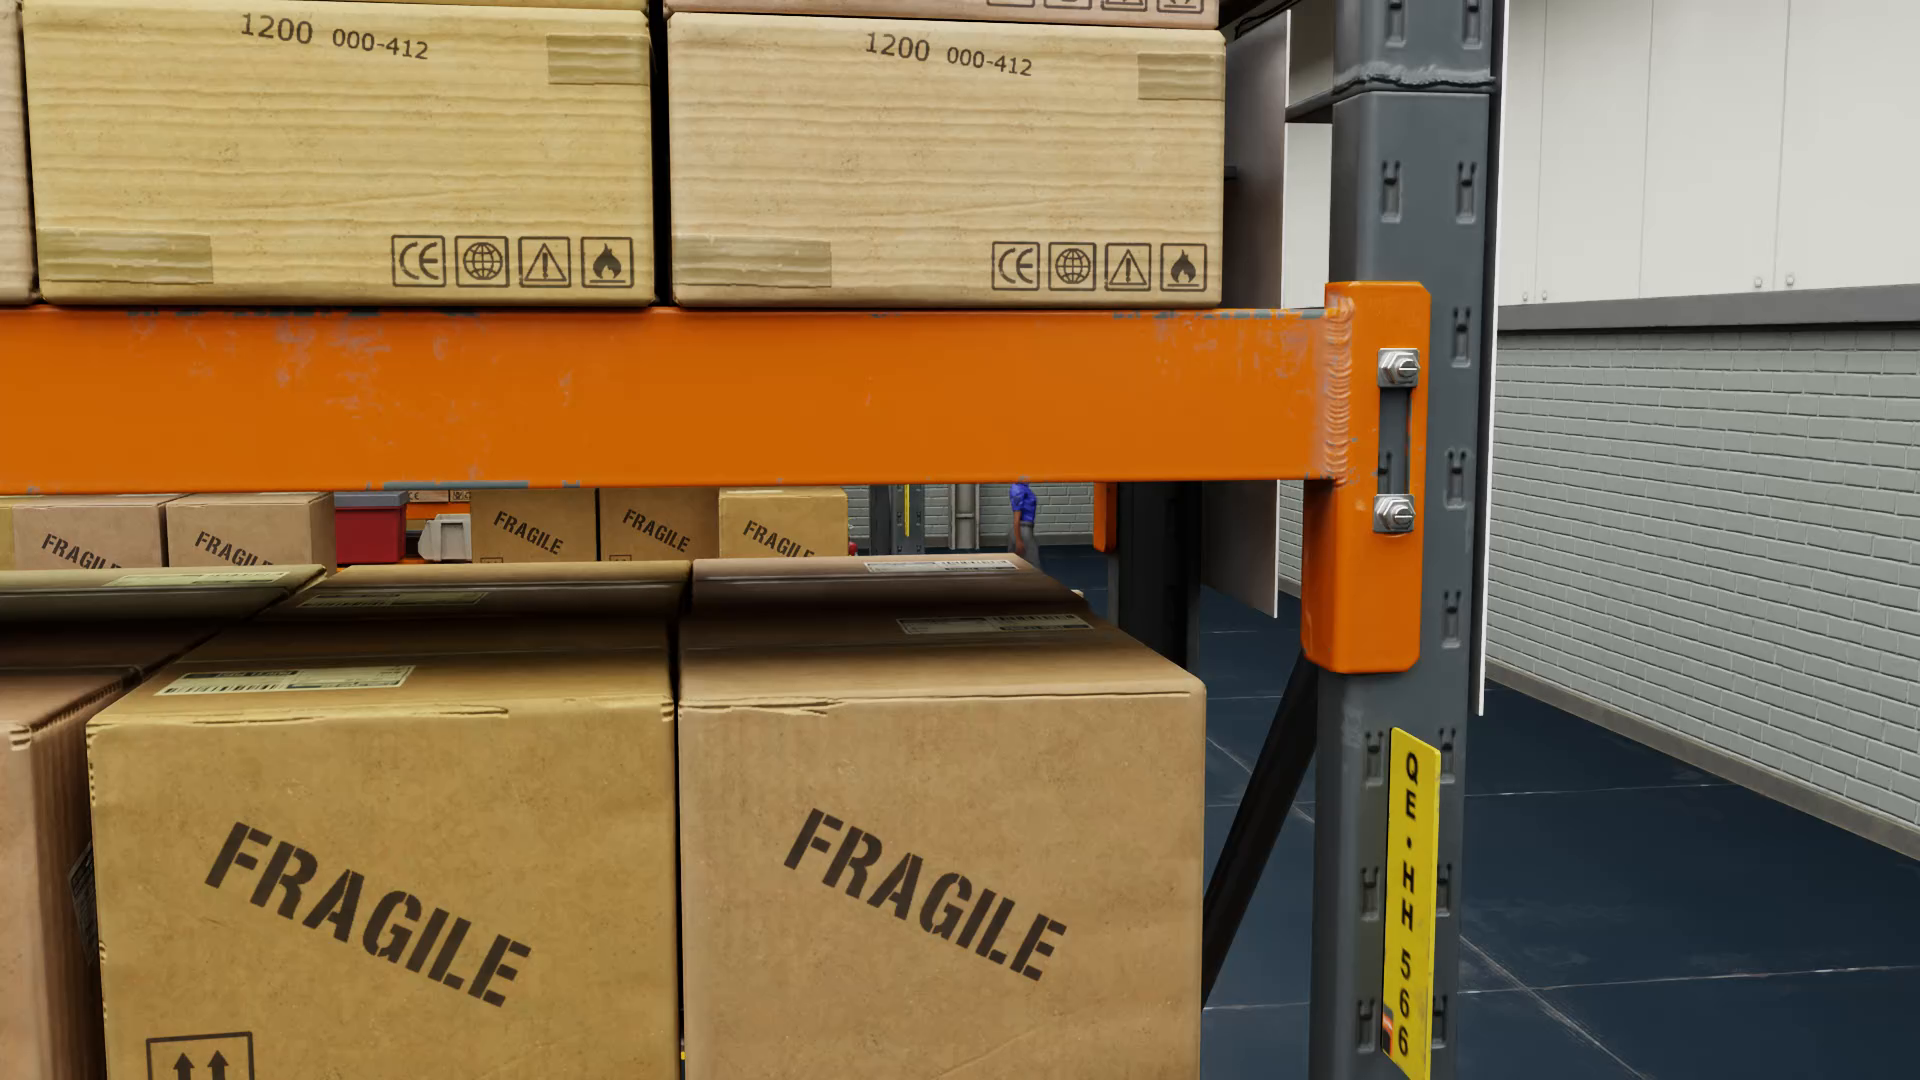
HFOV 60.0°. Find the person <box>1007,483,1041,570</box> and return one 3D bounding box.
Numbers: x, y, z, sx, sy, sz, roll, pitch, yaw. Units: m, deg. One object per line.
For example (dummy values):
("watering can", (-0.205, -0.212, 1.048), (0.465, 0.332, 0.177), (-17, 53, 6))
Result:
("person", (0.718, -0.032, 17.102), (0.672, 1.646, 0.450), (0, 7, -2))
